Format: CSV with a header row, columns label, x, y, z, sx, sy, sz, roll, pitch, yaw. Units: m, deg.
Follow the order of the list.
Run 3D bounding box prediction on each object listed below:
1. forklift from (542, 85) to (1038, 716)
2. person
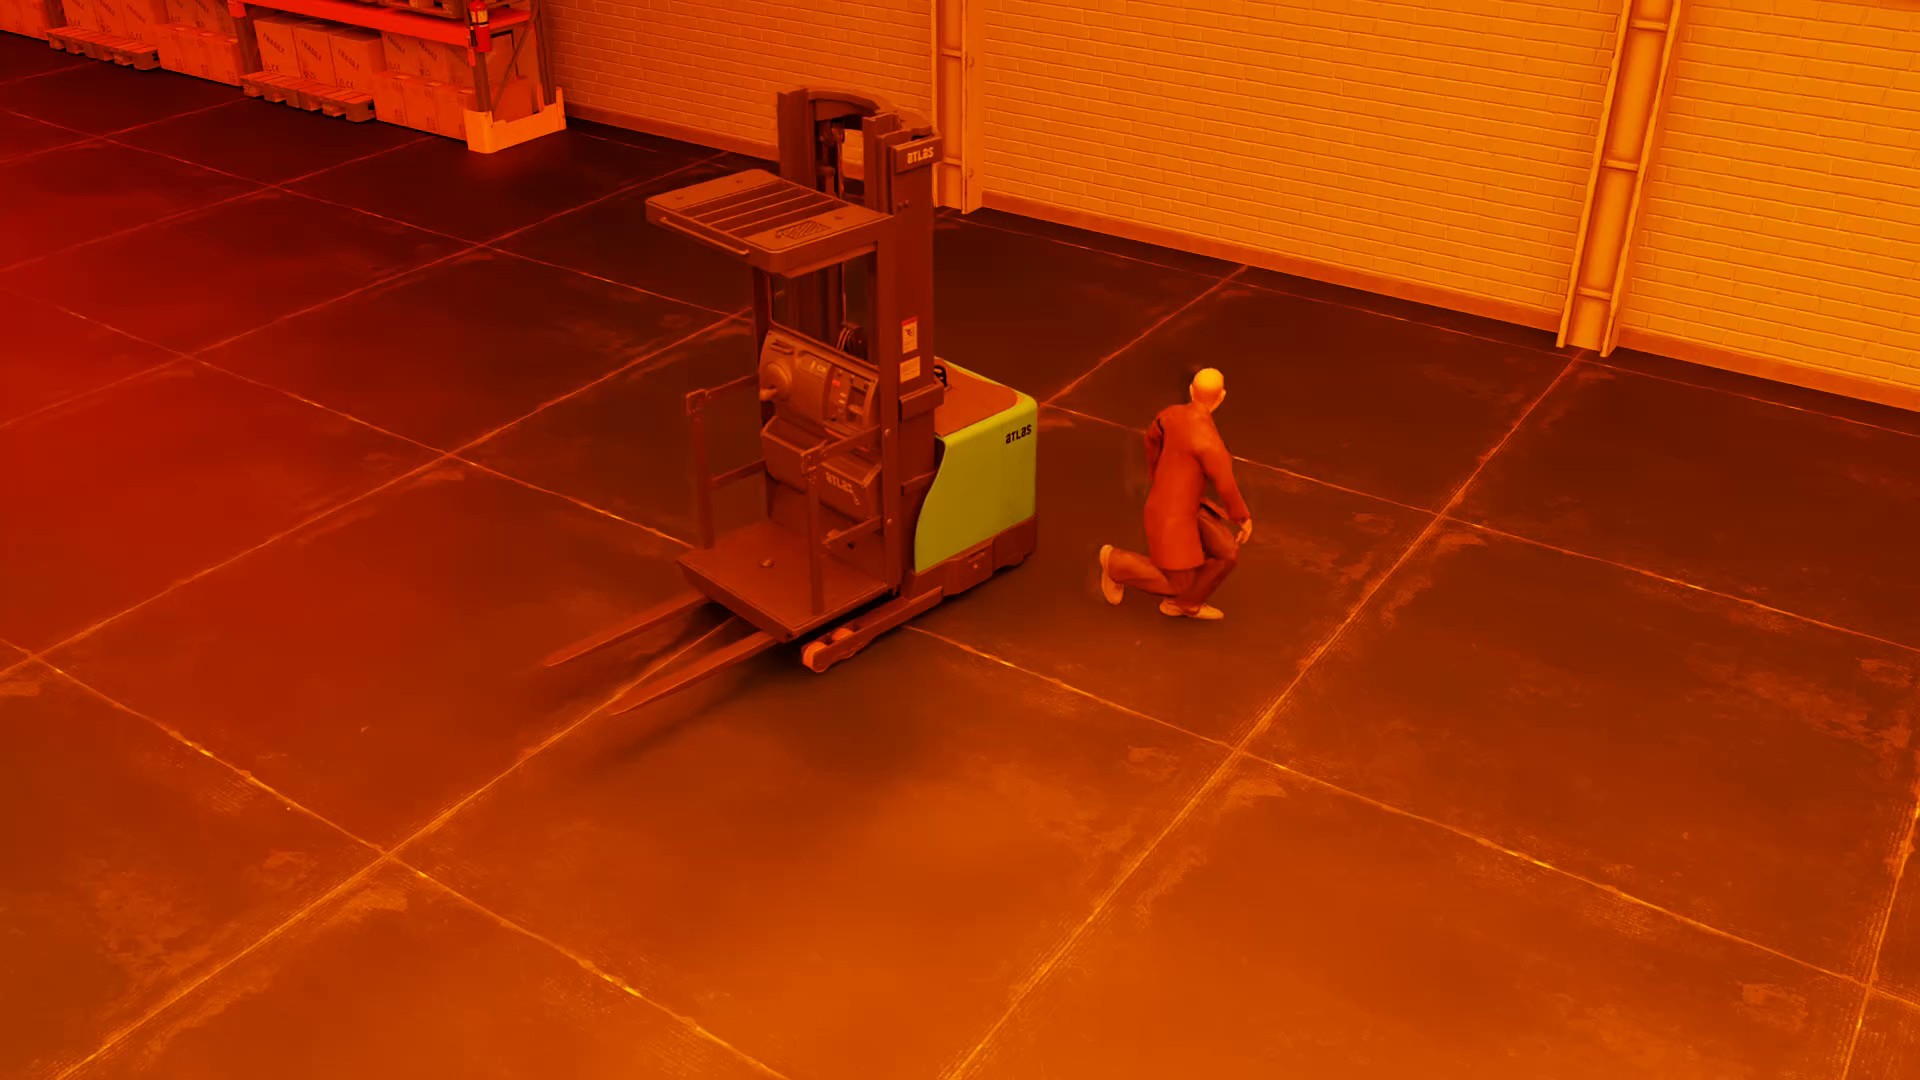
label,x,y,z,sx,sy,sz,roll,pitch,yaw
forklift,-0.932,-0.827,9.006,3.031,2.935,1.130,-26,39,-37
person,1.236,-0.243,9.425,0.864,1.552,0.712,7,31,12
